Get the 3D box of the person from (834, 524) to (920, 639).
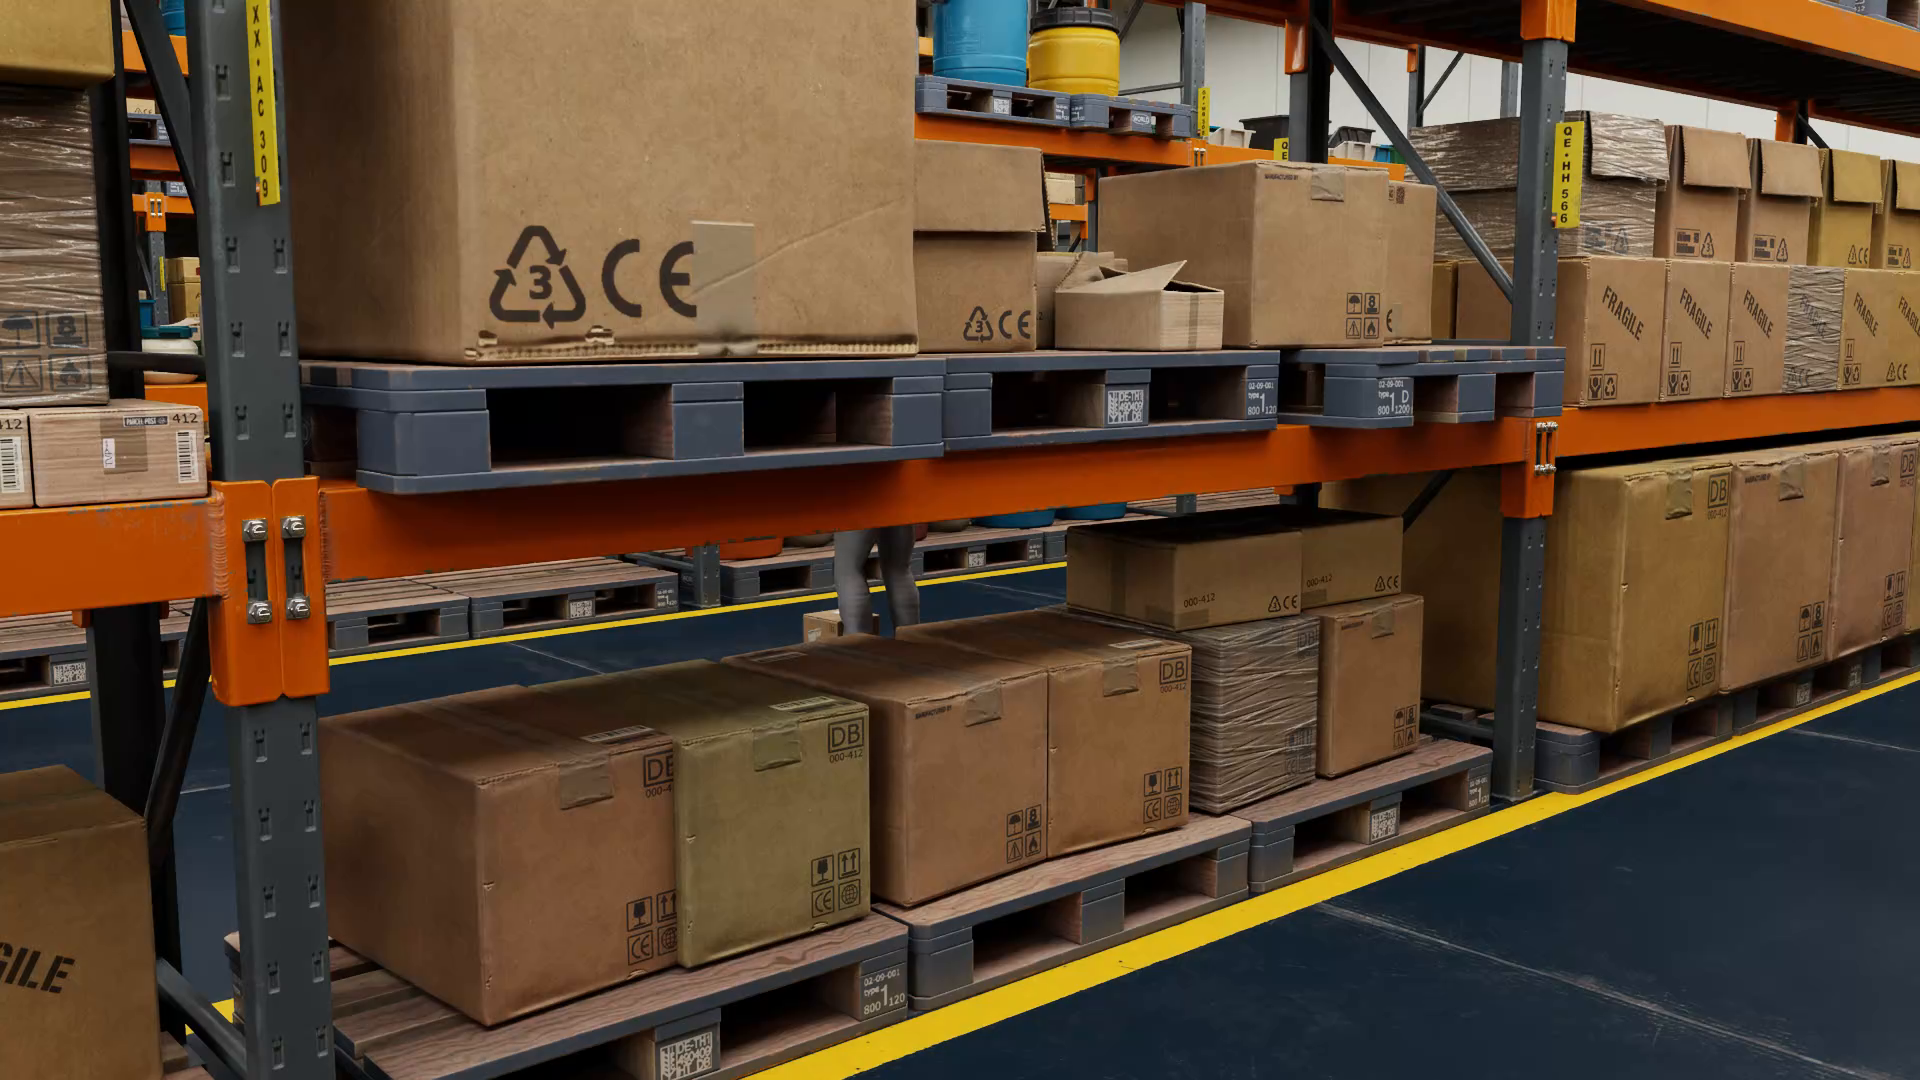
[{"bbox_3d":[-0.387,-0.212,7.393,0.505,1.659,0.416,-6,10,-40],"label":"person"}]
